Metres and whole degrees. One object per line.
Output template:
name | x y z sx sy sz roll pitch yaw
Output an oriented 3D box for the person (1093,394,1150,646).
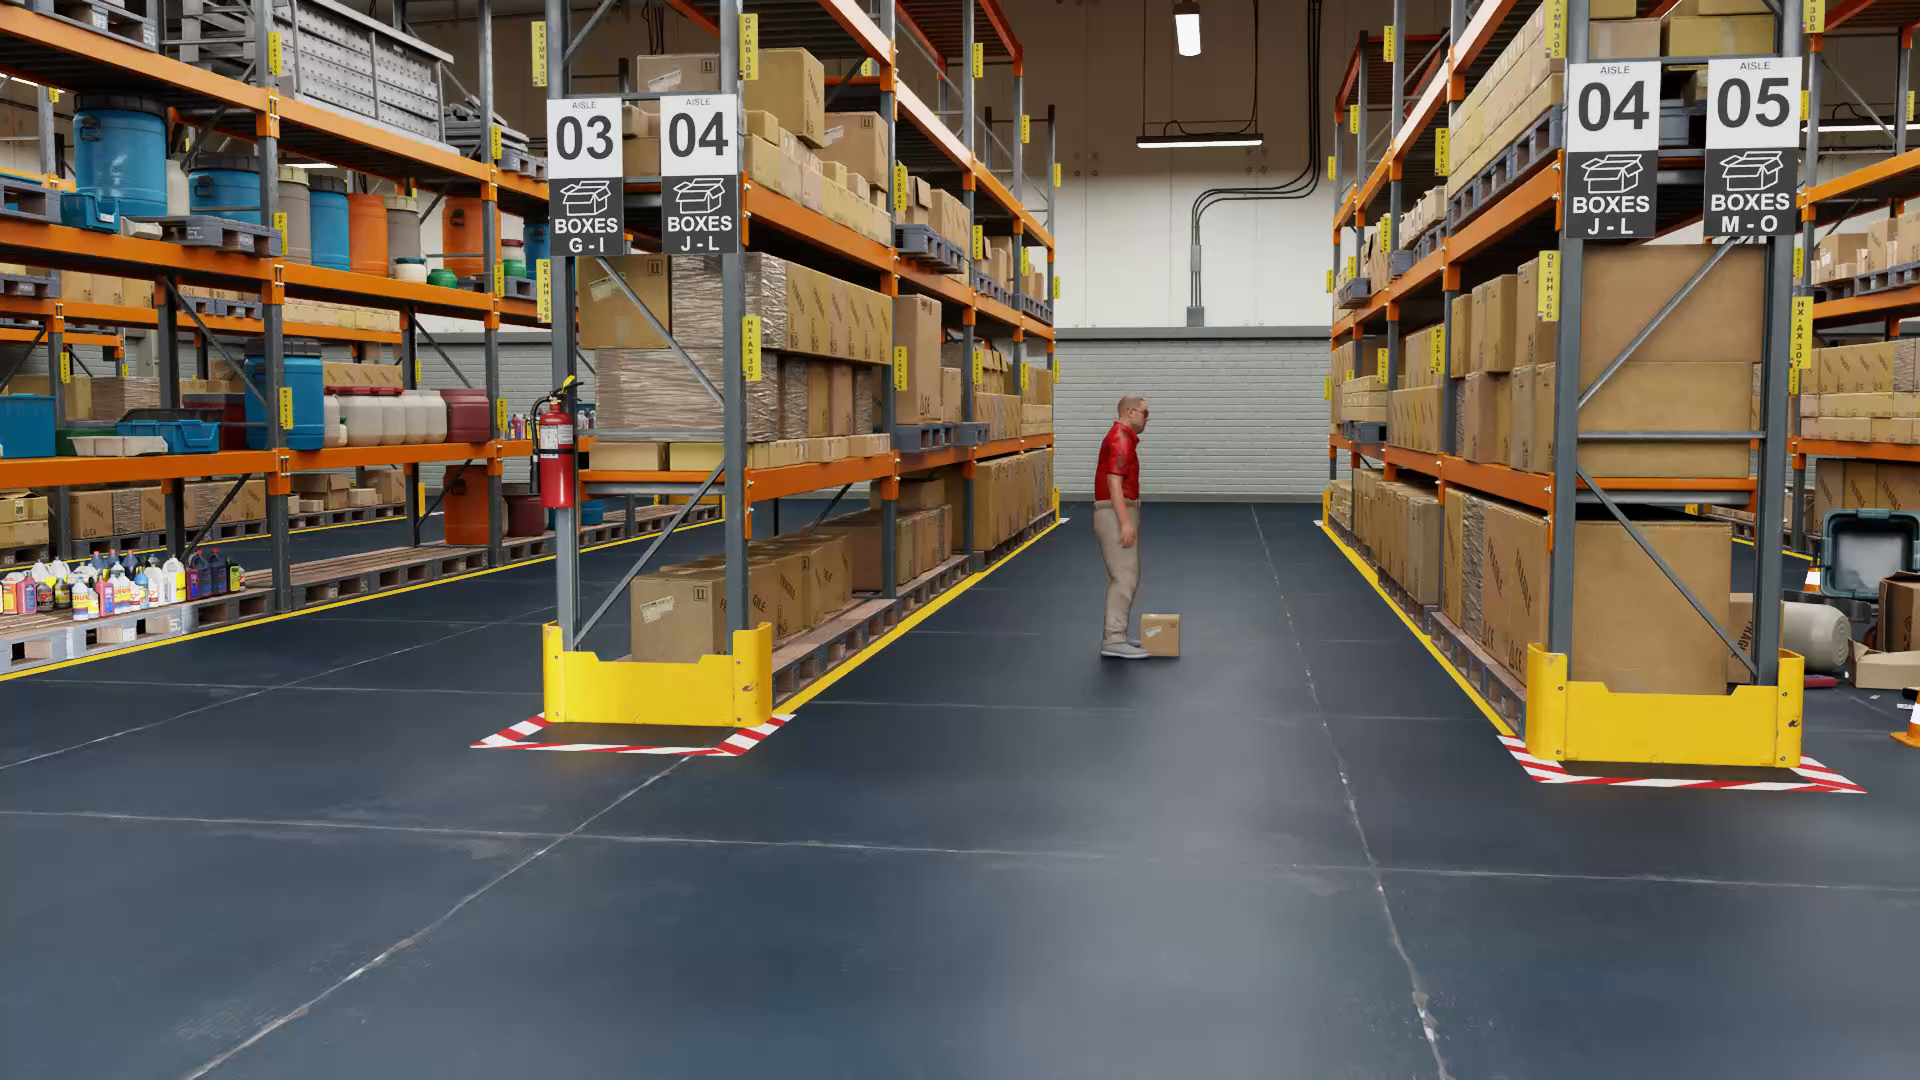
person | 1.072 -0.140 11.078 0.371 1.655 0.588 0 4 5
